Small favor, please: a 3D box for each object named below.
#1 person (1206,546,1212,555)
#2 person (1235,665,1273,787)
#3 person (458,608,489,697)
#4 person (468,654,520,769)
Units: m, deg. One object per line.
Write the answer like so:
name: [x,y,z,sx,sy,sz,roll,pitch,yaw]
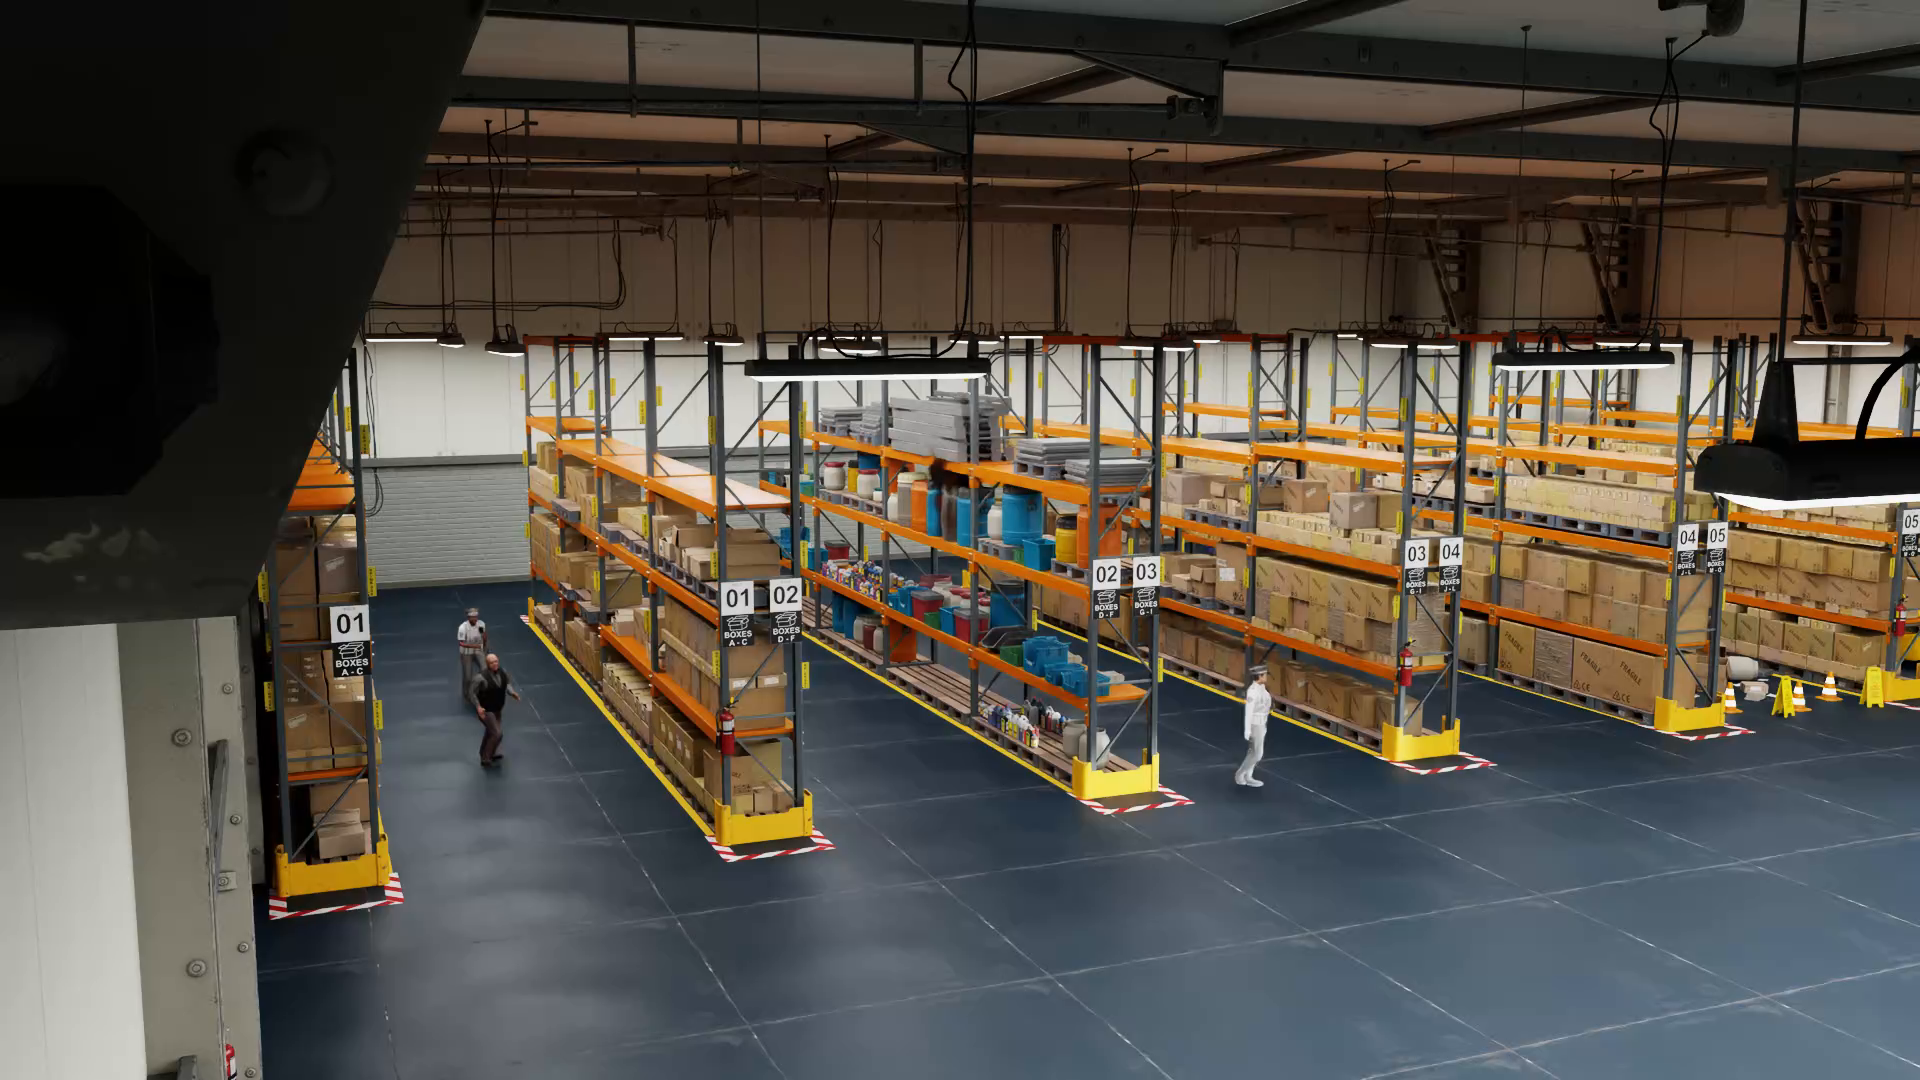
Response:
person: [6.863,-0.383,44.280,0.807,1.696,0.619,-6,10,-40]
person: [3.972,2.517,22.503,0.449,1.667,0.567,3,8,23]
person: [-8.093,1.876,27.696,0.583,1.576,0.823,-6,9,-37]
person: [-6.610,2.405,23.595,0.811,1.663,0.685,3,8,19]
